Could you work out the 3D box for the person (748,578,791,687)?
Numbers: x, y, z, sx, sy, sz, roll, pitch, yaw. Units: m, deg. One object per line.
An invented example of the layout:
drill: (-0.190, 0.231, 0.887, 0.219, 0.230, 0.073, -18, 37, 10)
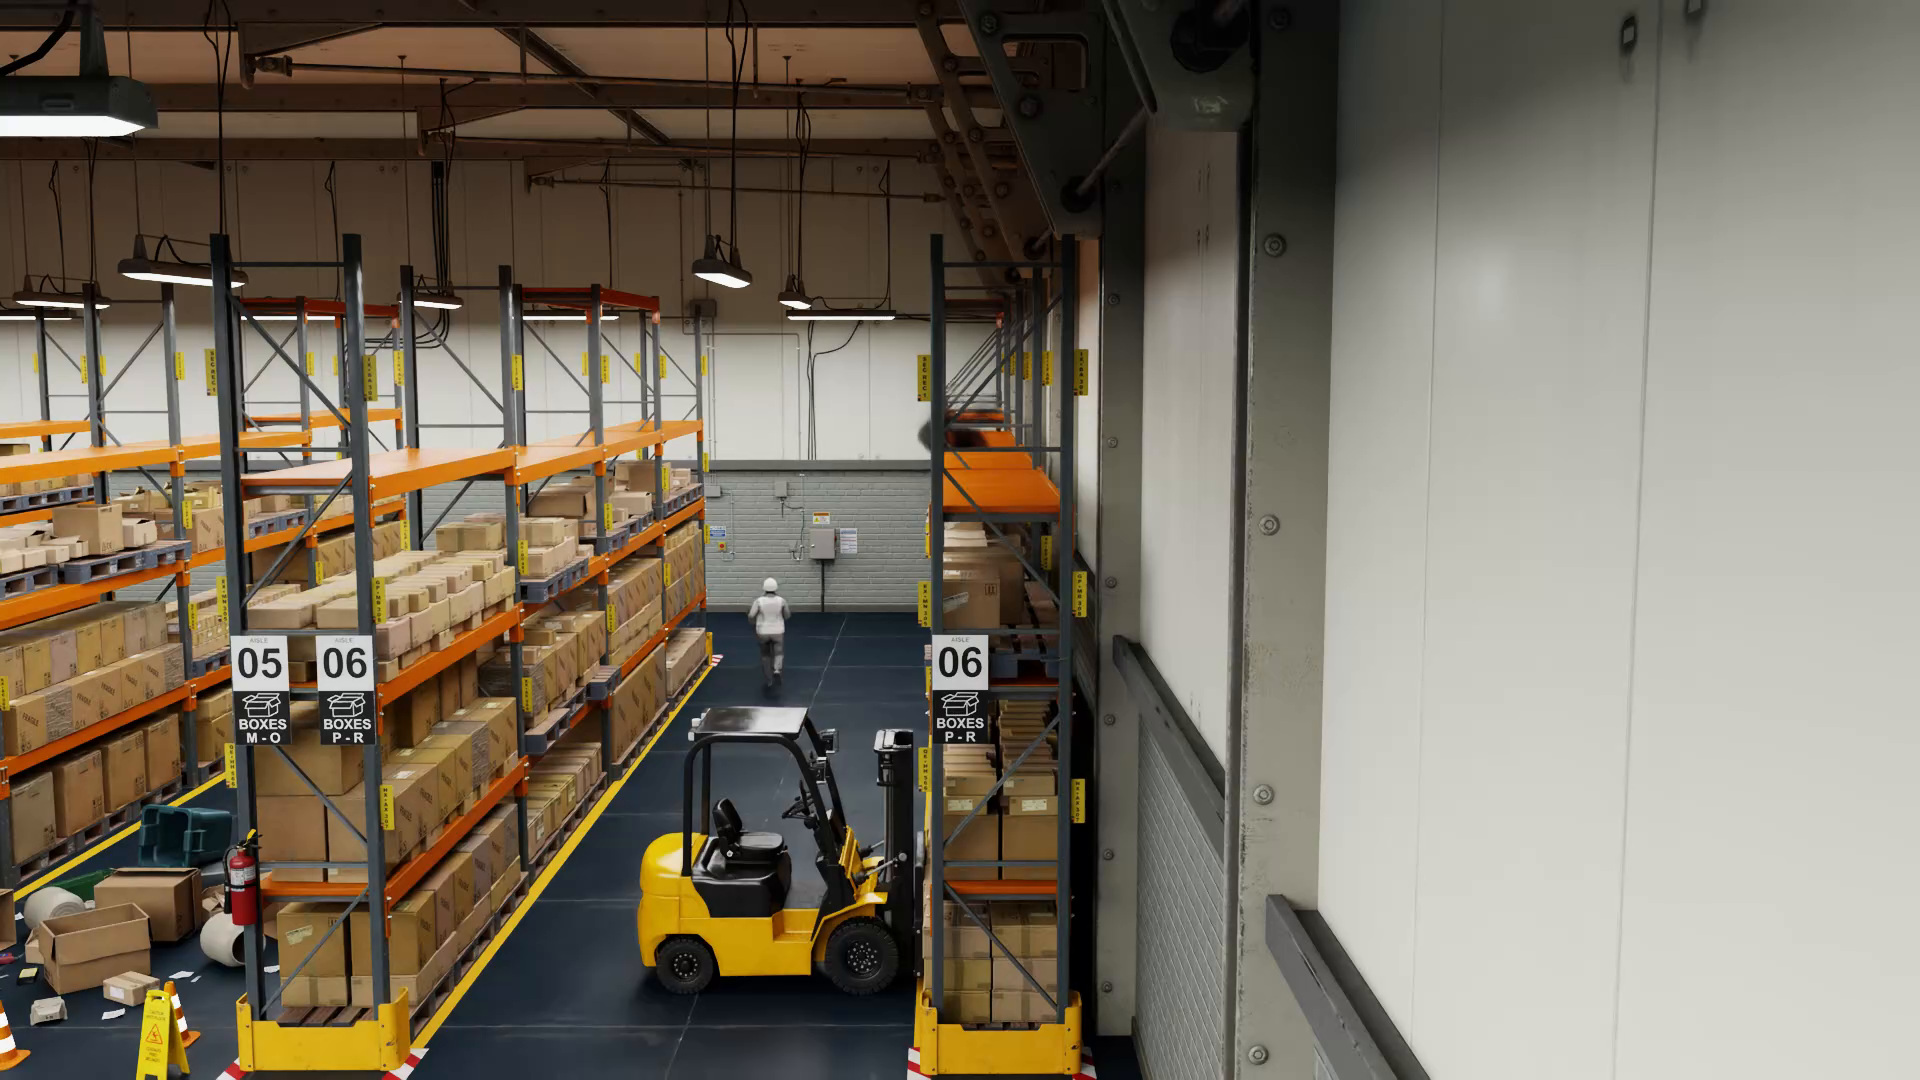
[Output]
person: (-2.957, 1.448, 25.879, 0.670, 1.739, 0.807, -1, 6, -7)
